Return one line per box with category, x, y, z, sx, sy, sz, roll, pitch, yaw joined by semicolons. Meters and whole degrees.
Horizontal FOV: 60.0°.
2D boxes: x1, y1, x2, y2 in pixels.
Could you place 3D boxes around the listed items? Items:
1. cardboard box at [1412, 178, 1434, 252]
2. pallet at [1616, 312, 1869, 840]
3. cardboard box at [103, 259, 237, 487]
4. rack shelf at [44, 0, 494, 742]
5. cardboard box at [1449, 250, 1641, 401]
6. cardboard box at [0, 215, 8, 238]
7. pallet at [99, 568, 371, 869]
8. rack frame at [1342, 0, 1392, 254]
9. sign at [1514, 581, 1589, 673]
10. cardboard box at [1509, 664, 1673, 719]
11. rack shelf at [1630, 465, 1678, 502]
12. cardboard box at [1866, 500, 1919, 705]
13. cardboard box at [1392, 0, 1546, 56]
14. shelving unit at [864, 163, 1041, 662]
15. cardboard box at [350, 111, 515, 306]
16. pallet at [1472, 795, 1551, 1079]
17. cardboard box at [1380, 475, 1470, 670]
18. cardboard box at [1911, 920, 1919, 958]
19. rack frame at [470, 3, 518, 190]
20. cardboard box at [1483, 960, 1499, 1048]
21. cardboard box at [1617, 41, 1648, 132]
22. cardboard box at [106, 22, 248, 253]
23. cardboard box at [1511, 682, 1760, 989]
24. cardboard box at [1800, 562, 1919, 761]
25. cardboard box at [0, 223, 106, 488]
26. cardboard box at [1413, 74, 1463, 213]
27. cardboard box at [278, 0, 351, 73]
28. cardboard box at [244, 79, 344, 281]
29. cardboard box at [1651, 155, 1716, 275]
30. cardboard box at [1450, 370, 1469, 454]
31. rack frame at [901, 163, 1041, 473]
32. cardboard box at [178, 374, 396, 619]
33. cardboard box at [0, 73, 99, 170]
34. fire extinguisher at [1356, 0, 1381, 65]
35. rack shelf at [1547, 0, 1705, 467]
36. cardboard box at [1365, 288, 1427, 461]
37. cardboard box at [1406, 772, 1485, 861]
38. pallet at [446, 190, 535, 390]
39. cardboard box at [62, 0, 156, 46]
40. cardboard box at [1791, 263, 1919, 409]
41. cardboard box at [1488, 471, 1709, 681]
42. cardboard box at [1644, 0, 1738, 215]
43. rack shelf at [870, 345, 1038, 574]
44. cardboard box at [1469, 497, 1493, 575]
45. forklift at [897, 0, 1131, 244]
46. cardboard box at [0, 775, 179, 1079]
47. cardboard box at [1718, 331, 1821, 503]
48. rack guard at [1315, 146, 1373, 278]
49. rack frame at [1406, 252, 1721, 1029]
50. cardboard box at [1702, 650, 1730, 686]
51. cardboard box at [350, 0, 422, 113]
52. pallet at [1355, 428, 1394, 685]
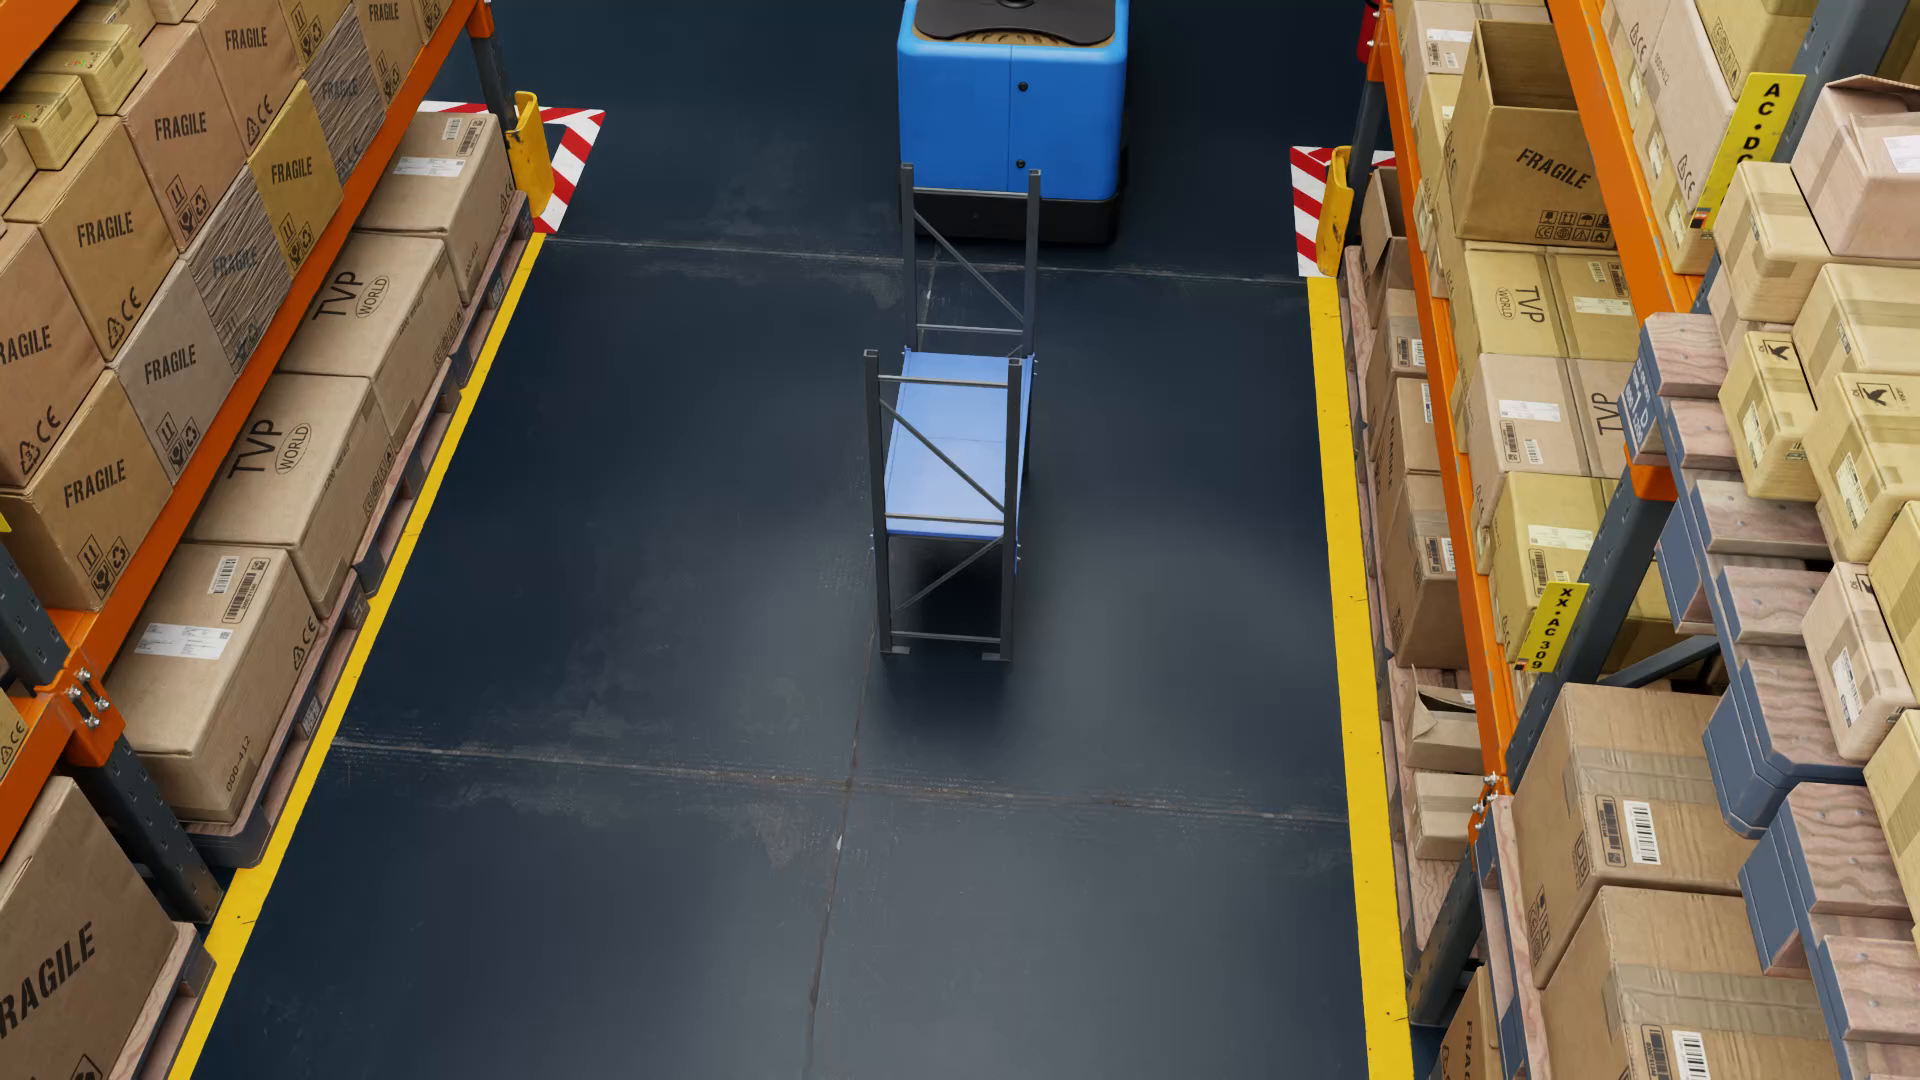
cardboard box;1.837;-1.156;5.945;0.380;0.149;0.250;3;48;2
pallet;1.813;0.057;2.759;1.213;0.211;1.003;4;48;4
cardboard box;-2.647;-0.530;5.134;0.500;0.500;0.500;4;48;4
rack shelf;-2.818;-1.026;6.143;1.077;0.370;4.000;4;48;4
cardboard box;1.836;-0.643;5.206;0.500;0.250;0.500;4;48;3
cardboard box;-2.706;-0.793;4.258;0.380;0.149;0.250;5;48;4
pallet;-2.853;0.588;6.069;1.003;0.211;1.213;4;48;4
rack frame;2.307;-2.407;6.919;1.000;3.000;0.127;4;48;4
sign;1.402;0.209;3.940;0.100;0.325;0.005;4;48;4
cardboard box;1.720;0.365;4.553;0.380;0.149;0.250;4;48;4
rack shelf;1.760;1.232;2.045;1.077;0.370;4.000;4;48;4
cardboard box;1.463;0.094;2.215;0.380;0.149;0.250;3;48;3
cardboard box;1.998;-2.142;6.576;0.500;0.250;0.500;4;48;4
shelving unit;-0.008;-0.443;6.139;0.538;1.500;1.048;4;48;4
cardboard box;-2.597;-1.524;7.563;0.875;0.438;0.875;2;48;2
pallet;1.761;1.177;3.771;1.003;0.211;1.213;4;48;4
cardboard box;1.946;0.126;6.011;0.700;0.500;0.500;2;48;2
cardboard box;1.397;0.558;1.992;0.380;0.149;0.250;5;48;4
rack frame;-2.636;-2.739;7.222;1.000;3.000;0.127;4;48;4
cardboard box;1.645;1.261;4.534;0.380;0.149;0.250;6;48;5
cardboard box;1.740;-1.056;3.821;0.380;0.149;0.250;5;48;5
cardboard box;-2.606;-1.250;5.116;0.500;0.500;0.500;5;48;4
cardboard box;1.676;0.697;3.728;0.700;0.500;0.500;5;48;5
cardboard box;1.428;0.182;2.336;0.380;0.149;0.250;4;48;4
cardboard box;-2.716;-0.504;4.433;0.500;0.500;0.500;4;48;4
cardboard box;1.909;-1.399;5.897;0.500;0.250;0.500;3;48;3
cardboard box;-2.510;-1.990;5.792;0.500;0.500;0.500;4;48;3
cardboard box;-2.548;-1.273;5.814;0.500;0.500;0.500;5;48;5
cardboard box;1.681;-0.680;3.476;0.380;0.149;0.250;4;48;3
cardboard box;1.768;-0.401;5.254;0.380;0.149;0.250;3;48;3
rack frame;0.039;-0.817;6.481;0.500;1.500;0.032;4;48;4
cardboard box;-2.756;-0.188;6.341;0.875;0.438;0.875;3;48;2
cardboard box;-2.641;-1.162;4.595;0.380;0.149;0.250;4;48;3
fire extinguisher;1.860;-2.395;7.213;0.296;0.674;0.183;4;48;4
rack shelf;2.125;-1.707;4.734;1.077;0.370;4.000;4;48;4
cardboard box;2.040;-0.637;6.709;0.700;0.500;0.500;6;48;5
cardboard box;1.701;0.923;5.520;0.380;0.149;0.250;3;48;2
pallet;-2.631;-1.205;7.709;1.003;0.211;1.213;4;48;4
cardboard box;-2.647;-1.546;4.946;0.380;0.149;0.250;4;48;3
cardboard box;1.525;-0.281;2.558;0.380;0.149;0.250;5;48;4
cardboard box;1.746;0.092;4.534;0.500;0.250;0.500;5;48;5
cardboard box;1.737;-0.902;3.409;0.500;0.250;0.500;4;48;4
rack shelf;-0.008;-0.322;6.272;0.538;0.185;1.000;4;48;4
cardboard box;1.722;-0.020;4.906;0.380;0.149;0.250;5;48;5
forklift;0.343;-3.496;7.961;1.130;2.935;3.031;3;48;3
cardboard box;-2.977;1.237;4.741;0.875;0.875;0.875;5;48;5
cardboard box;1.461;-0.191;2.677;0.380;0.149;0.250;4;48;4
rack guard;2.300;-1.508;7.790;1.175;0.500;0.348;4;48;4
rack frame;1.943;0.532;4.231;1.000;3.000;0.127;4;48;4
cardboard box;2.257;0.136;4.493;0.500;0.250;0.500;3;48;3
cardboard box;-2.477;-2.032;6.508;0.500;0.500;0.500;3;48;3
pallet;2.115;0.070;6.544;1.003;0.211;1.213;4;48;4
